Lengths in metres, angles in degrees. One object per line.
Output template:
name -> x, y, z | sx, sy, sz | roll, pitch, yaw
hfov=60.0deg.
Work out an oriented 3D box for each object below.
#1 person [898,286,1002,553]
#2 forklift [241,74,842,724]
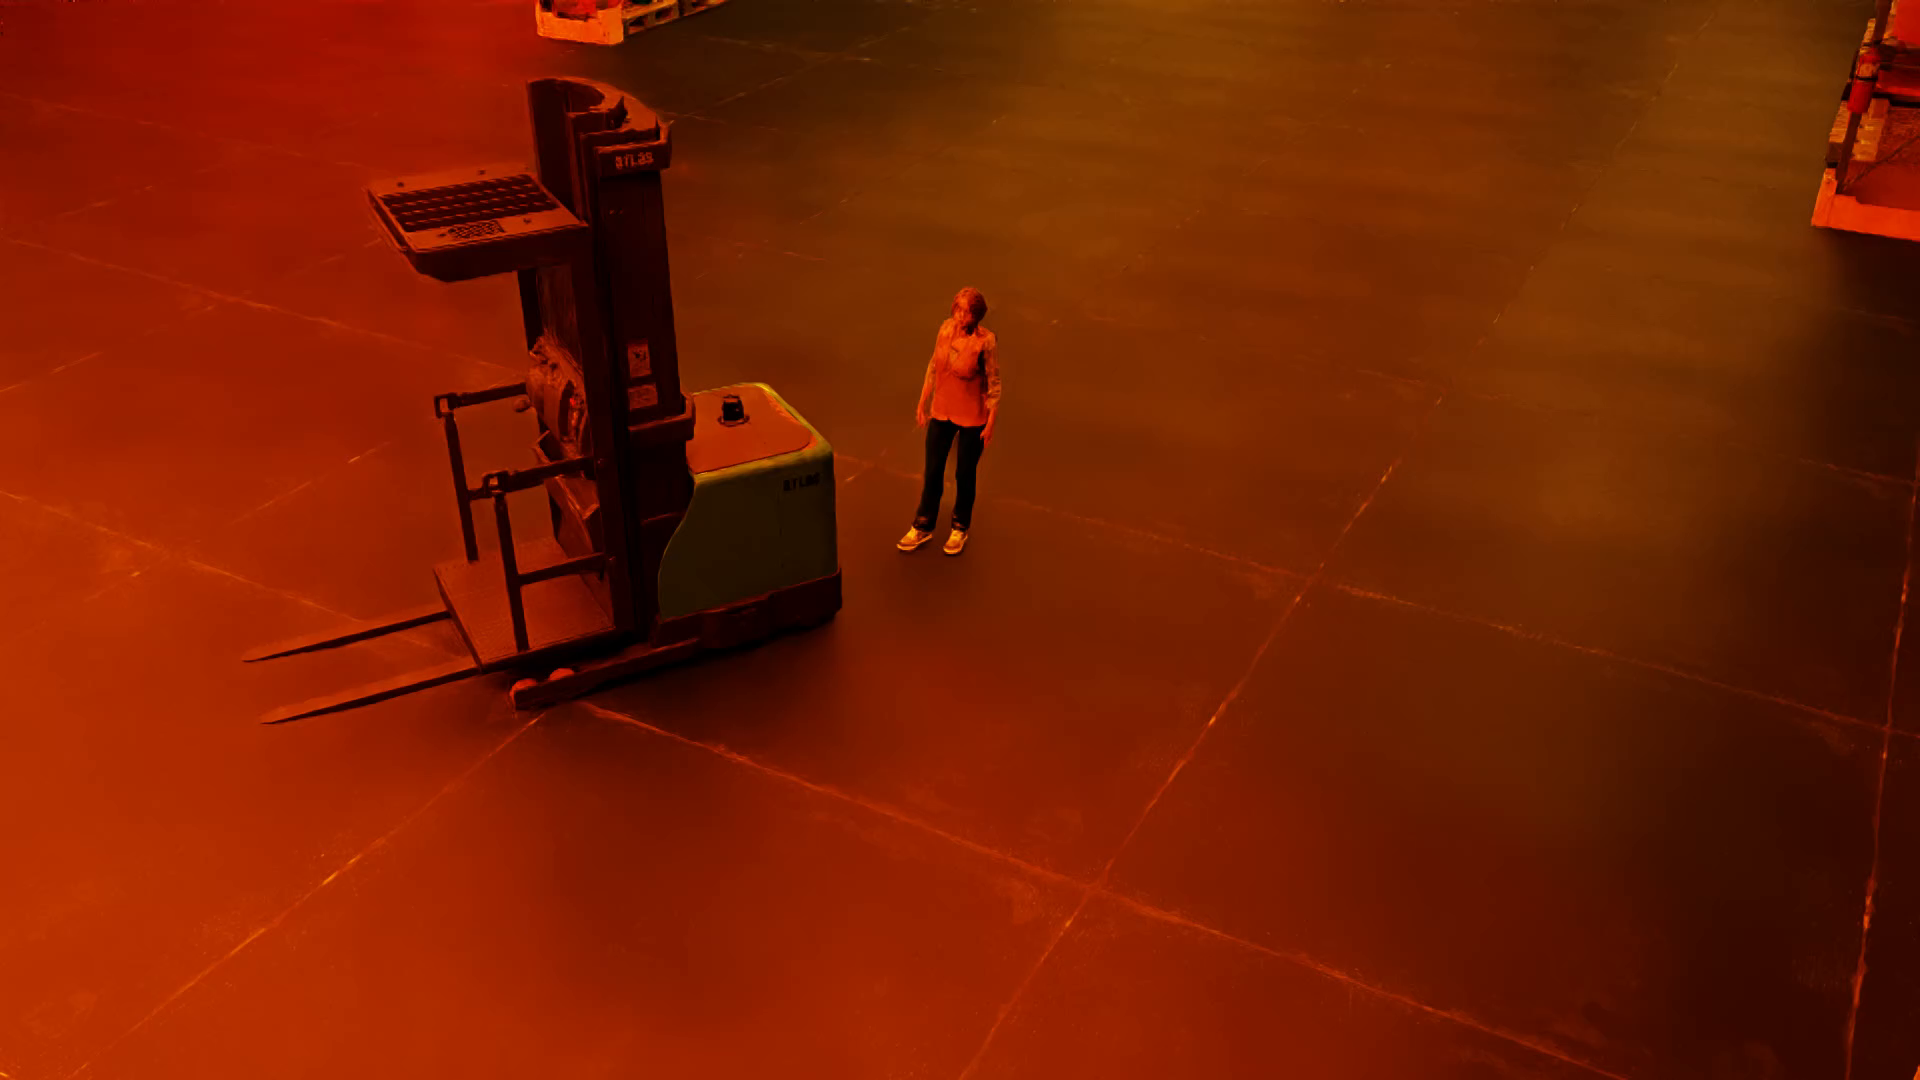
person -> -0.048, -0.669, 9.550 | 0.520, 1.597, 0.474 | 15, 33, 25
forklift -> -2.197, -0.698, 8.280 | 3.031, 2.935, 1.130 | -15, 33, -24
